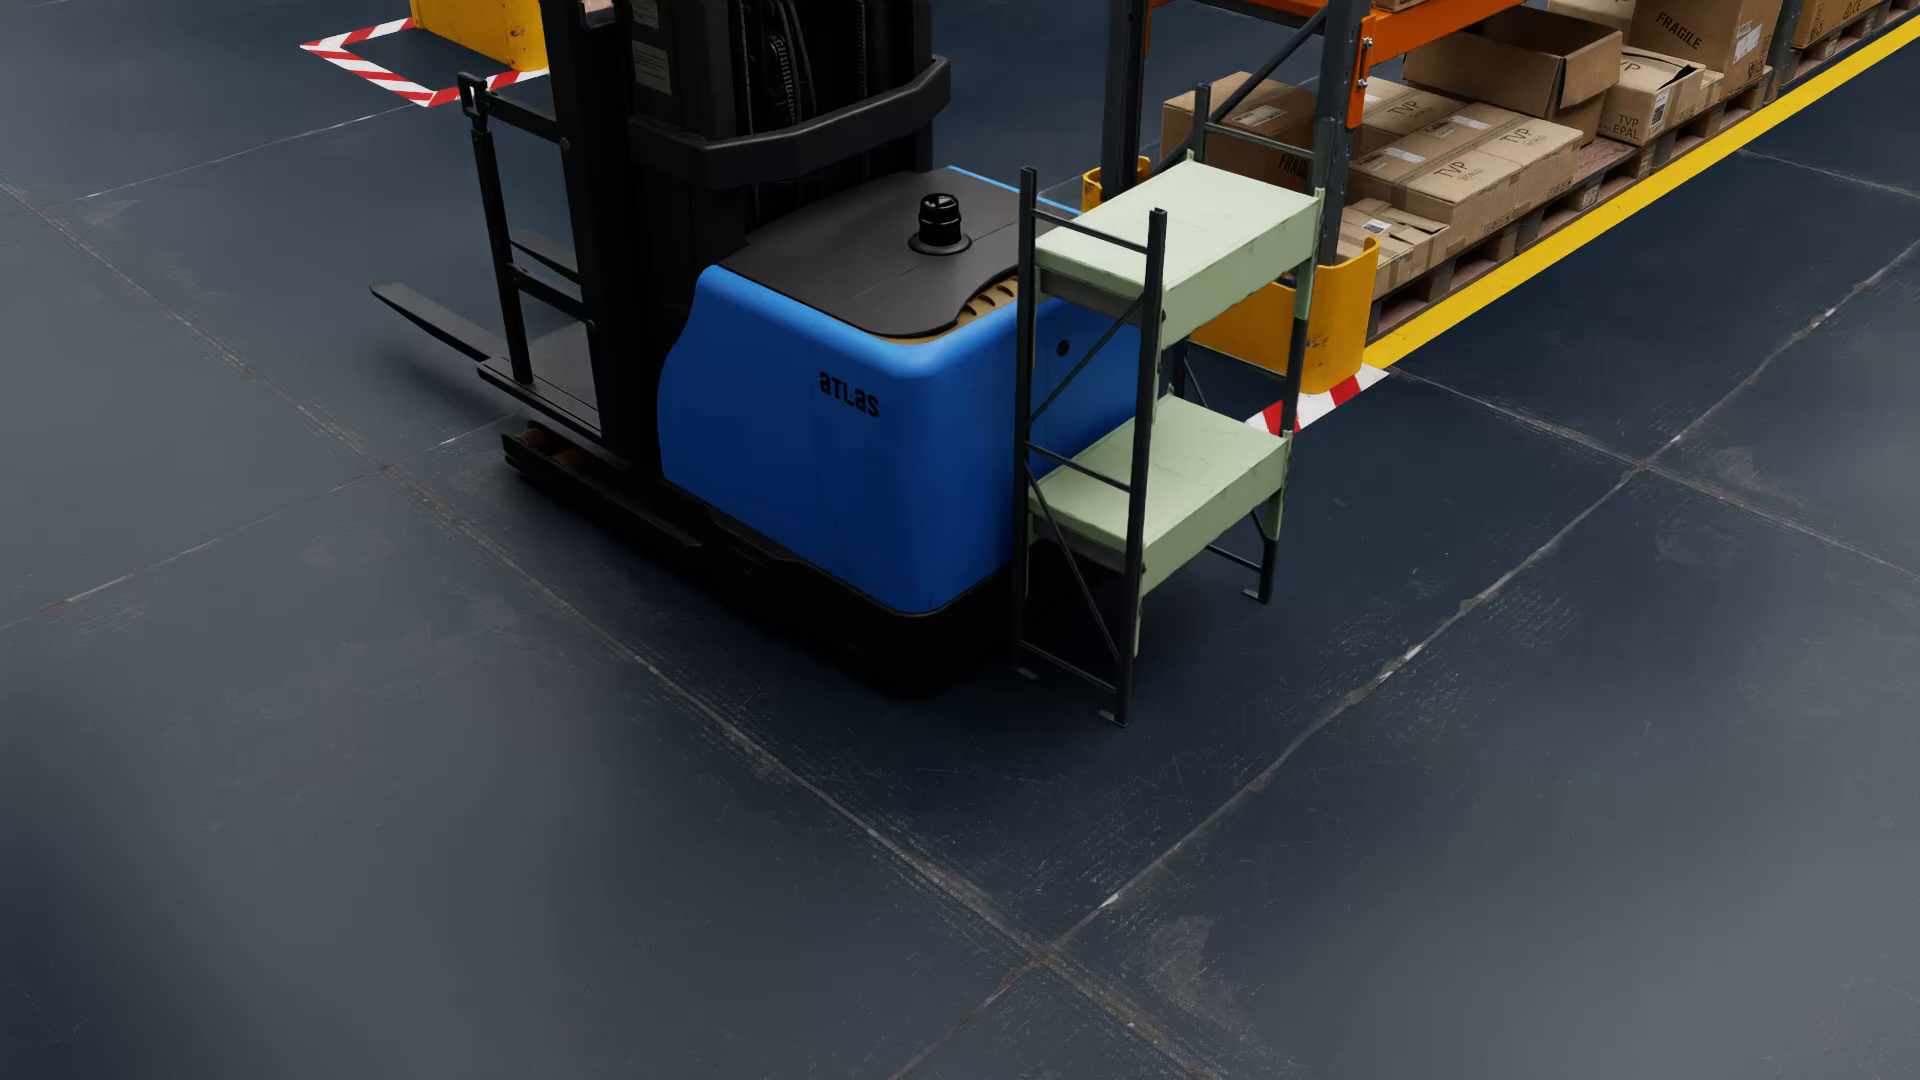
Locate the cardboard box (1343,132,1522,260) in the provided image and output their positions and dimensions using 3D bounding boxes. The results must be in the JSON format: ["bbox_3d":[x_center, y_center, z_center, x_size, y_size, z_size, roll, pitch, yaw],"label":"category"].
[{"bbox_3d":[1.864,-1.376,6.619,0.500,0.250,0.500,30,45,35],"label":"cardboard box"}]

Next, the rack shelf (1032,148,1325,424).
[{"bbox_3d":[0.537,-0.660,4.203,0.431,0.370,0.720,26,42,32],"label":"rack shelf"}]

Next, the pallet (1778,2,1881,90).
[{"bbox_3d":[4.292,-2.839,9.136,1.003,0.211,1.213,30,45,35],"label":"pallet"}]

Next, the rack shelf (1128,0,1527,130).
[{"bbox_3d":[2.336,-2.530,6.885,1.077,0.370,4.000,30,45,35],"label":"rack shelf"}]

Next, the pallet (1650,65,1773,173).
[{"bbox_3d":[3.261,-2.215,8.242,1.003,0.211,1.213,30,45,35],"label":"pallet"}]

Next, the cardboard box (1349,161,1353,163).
[{"bbox_3d":[1.485,-1.480,6.842,0.380,0.166,0.250,30,45,35],"label":"cardboard box"}]

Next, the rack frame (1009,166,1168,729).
[{"bbox_3d":[0.300,-0.180,4.197,0.400,1.500,0.023,26,42,32],"label":"rack frame"}]

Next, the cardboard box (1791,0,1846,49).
[{"bbox_3d":[4.259,-2.891,8.573,0.500,0.500,0.500,27,43,33],"label":"cardboard box"}]

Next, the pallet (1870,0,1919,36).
[{"bbox_3d":[5.151,-3.337,9.850,1.003,0.211,1.213,30,45,35],"label":"pallet"}]

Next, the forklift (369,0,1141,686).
[{"bbox_3d":[-0.875,-1.525,4.875,3.031,2.935,1.130,28,43,34],"label":"forklift"}]

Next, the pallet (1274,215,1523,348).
[{"bbox_3d":[1.542,-1.225,6.822,1.003,0.211,1.213,30,45,35],"label":"pallet"}]

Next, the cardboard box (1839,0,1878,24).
[{"bbox_3d":[4.627,-3.112,8.890,0.500,0.500,0.500,-29,44,-35],"label":"cardboard box"}]

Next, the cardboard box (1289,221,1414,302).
[{"bbox_3d":[1.466,-1.056,6.250,0.380,0.149,0.250,30,45,35],"label":"cardboard box"}]

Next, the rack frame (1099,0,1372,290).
[{"bbox_3d":[0.927,-2.014,5.515,1.000,3.000,0.127,30,45,35],"label":"rack frame"}]

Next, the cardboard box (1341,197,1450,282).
[{"bbox_3d":[1.642,-1.165,6.390,0.380,0.166,0.250,30,45,35],"label":"cardboard box"}]

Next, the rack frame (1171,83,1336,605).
[{"bbox_3d":[0.773,-0.499,4.655,0.400,1.500,0.023,26,42,32],"label":"rack frame"}]

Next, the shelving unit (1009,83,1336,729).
[{"bbox_3d":[0.537,-0.340,4.426,0.431,1.500,0.755,26,42,32],"label":"shelving unit"}]

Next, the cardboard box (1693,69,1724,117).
[{"bbox_3d":[3.324,-2.126,7.785,0.380,0.149,0.250,30,45,35],"label":"cardboard box"}]

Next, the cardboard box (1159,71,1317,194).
[{"bbox_3d":[1.135,-1.489,6.563,0.500,0.500,0.500,30,45,35],"label":"cardboard box"}]

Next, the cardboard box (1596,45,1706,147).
[{"bbox_3d":[3.017,-2.065,7.555,0.500,0.311,0.500,30,45,35],"label":"cardboard box"}]

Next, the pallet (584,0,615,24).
[{"bbox_3d":[-1.977,-3.187,9.635,1.003,0.211,1.213,30,45,35],"label":"pallet"}]

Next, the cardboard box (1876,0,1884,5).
[{"bbox_3d":[4.984,-3.312,9.177,0.500,0.500,0.500,-29,44,-35],"label":"cardboard box"}]

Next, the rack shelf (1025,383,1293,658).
[{"bbox_3d":[0.536,-0.072,4.612,0.431,0.370,0.720,26,42,32],"label":"rack shelf"}]

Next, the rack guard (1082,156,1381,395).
[{"bbox_3d":[0.981,-1.019,6.274,1.175,0.500,0.348,30,45,35],"label":"rack guard"}]

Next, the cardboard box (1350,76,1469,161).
[{"bbox_3d":[1.826,-1.760,7.170,0.500,0.250,0.500,30,45,35],"label":"cardboard box"}]

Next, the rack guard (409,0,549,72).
[{"bbox_3d":[-2.593,-2.971,9.073,1.175,0.500,0.348,30,45,35],"label":"rack guard"}]

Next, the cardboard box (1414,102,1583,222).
[{"bbox_3d":[2.216,-1.579,6.910,0.500,0.250,0.500,30,45,35],"label":"cardboard box"}]

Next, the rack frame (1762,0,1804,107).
[{"bbox_3d":[3.745,-3.637,7.843,1.000,3.000,0.127,30,45,35],"label":"rack frame"}]

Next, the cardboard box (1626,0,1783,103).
[{"bbox_3d":[3.545,-2.447,7.937,0.500,0.500,0.500,30,45,35],"label":"cardboard box"}]

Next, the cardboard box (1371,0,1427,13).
[{"bbox_3d":[1.427,-2.129,5.592,0.500,0.500,0.500,-29,44,-35],"label":"cardboard box"}]

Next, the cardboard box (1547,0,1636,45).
[{"bbox_3d":[3.296,-2.632,8.367,0.500,0.311,0.500,30,45,35],"label":"cardboard box"}]

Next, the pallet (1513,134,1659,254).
[{"bbox_3d":[2.401,-1.717,7.528,1.003,0.211,1.213,30,45,35],"label":"pallet"}]

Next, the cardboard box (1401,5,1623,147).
[{"bbox_3d":[2.425,-2.029,7.335,0.797,0.503,0.637,30,45,35],"label":"cardboard box"}]
